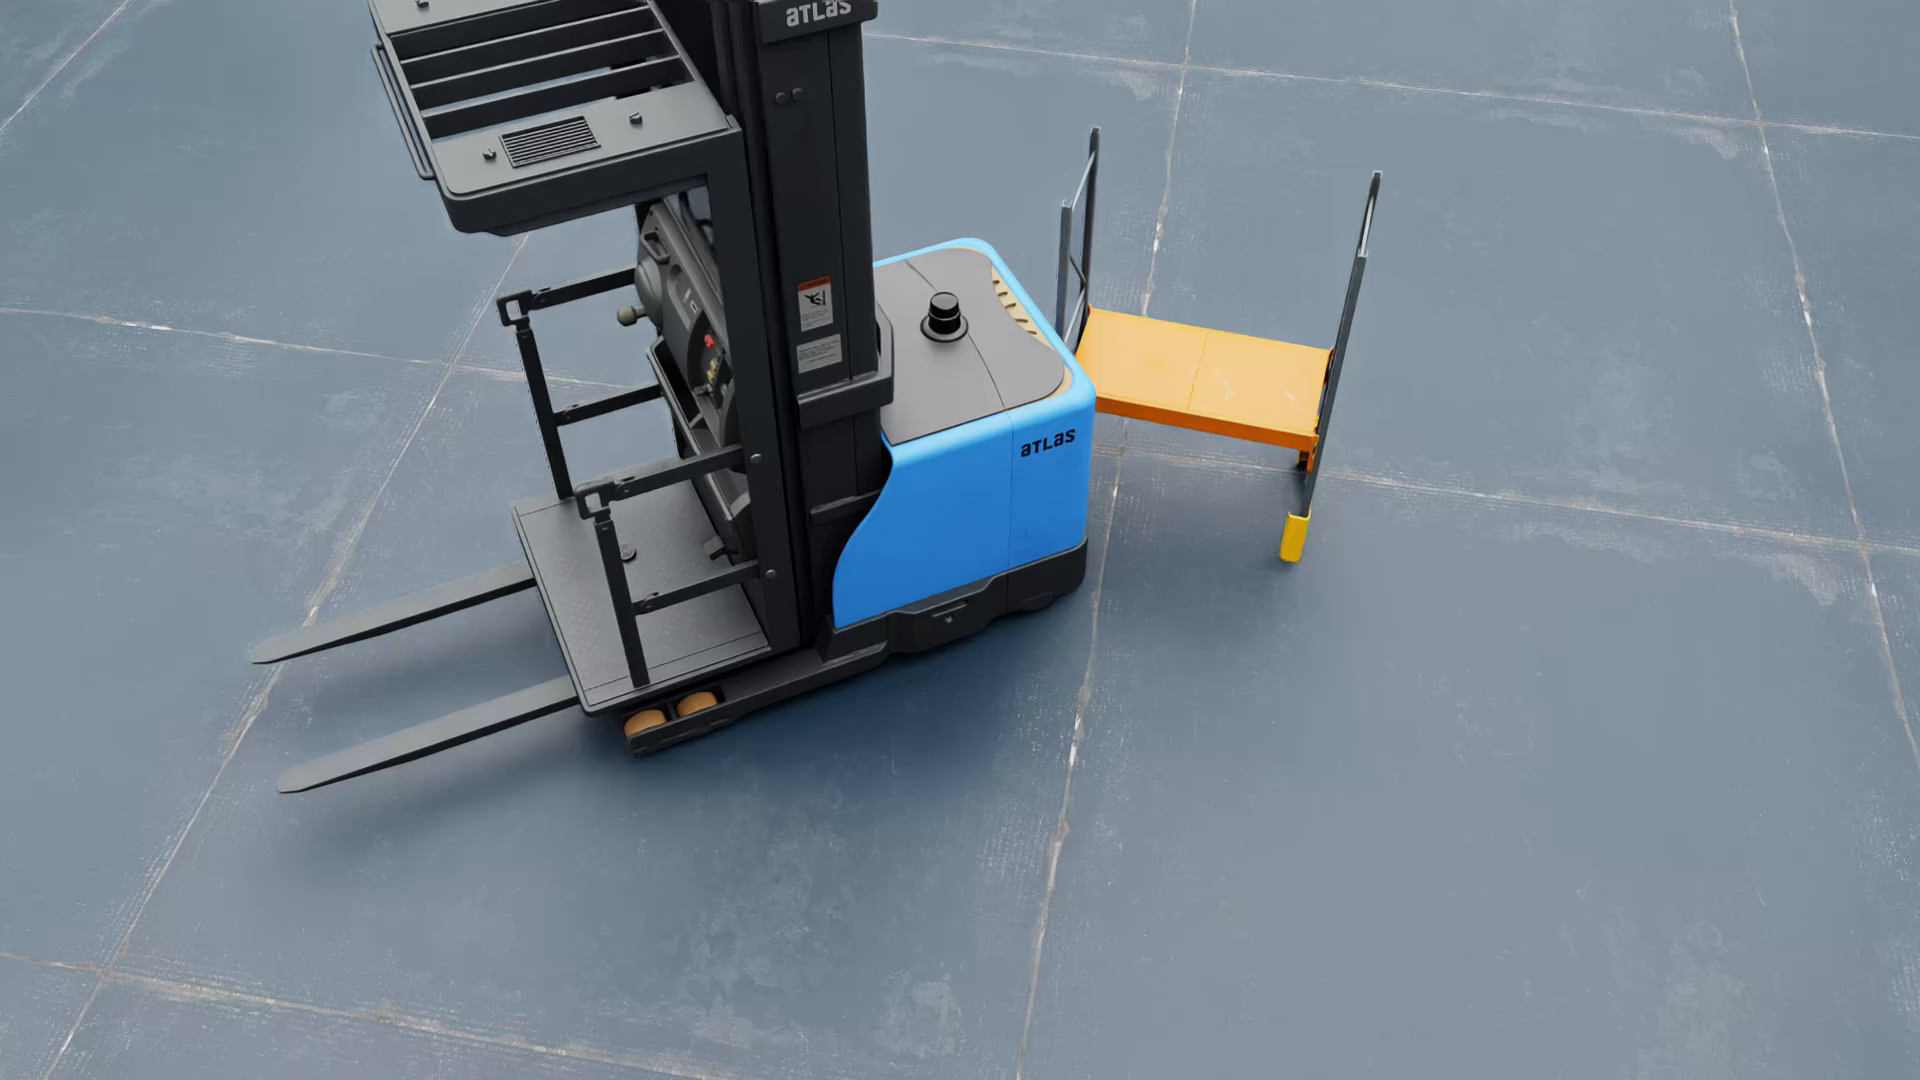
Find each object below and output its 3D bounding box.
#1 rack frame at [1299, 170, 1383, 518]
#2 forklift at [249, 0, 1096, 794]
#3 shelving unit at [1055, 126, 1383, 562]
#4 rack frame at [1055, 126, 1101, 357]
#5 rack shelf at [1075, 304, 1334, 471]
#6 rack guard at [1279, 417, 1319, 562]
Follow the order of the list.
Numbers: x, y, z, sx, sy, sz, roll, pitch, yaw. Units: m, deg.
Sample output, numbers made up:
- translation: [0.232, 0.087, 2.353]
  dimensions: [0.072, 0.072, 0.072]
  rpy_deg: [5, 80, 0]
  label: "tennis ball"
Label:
- translation: [1.412, -0.624, 6.275]
  dimensions: [0.032, 1.500, 0.500]
  rpy_deg: [12, 49, 10]
  label: "rack frame"
- translation: [-1.072, -0.658, 5.343]
  dimensions: [3.031, 2.935, 1.130]
  rpy_deg: [-19, 51, -16]
  label: "forklift"
- translation: [0.913, -0.728, 6.367]
  dimensions: [1.083, 1.500, 0.587]
  rpy_deg: [12, 49, 10]
  label: "shelving unit"
- translation: [0.432, -0.827, 6.457]
  dimensions: [0.032, 1.500, 0.500]
  rpy_deg: [12, 49, 10]
  label: "rack frame"
- translation: [0.922, -0.606, 6.500]
  dimensions: [1.000, 0.185, 0.538]
  rpy_deg: [12, 49, 10]
  label: "rack shelf"
- translation: [1.393, -0.211, 6.743]
  dimensions: [0.087, 0.250, 0.587]
  rpy_deg: [12, 49, 10]
  label: "rack guard"
